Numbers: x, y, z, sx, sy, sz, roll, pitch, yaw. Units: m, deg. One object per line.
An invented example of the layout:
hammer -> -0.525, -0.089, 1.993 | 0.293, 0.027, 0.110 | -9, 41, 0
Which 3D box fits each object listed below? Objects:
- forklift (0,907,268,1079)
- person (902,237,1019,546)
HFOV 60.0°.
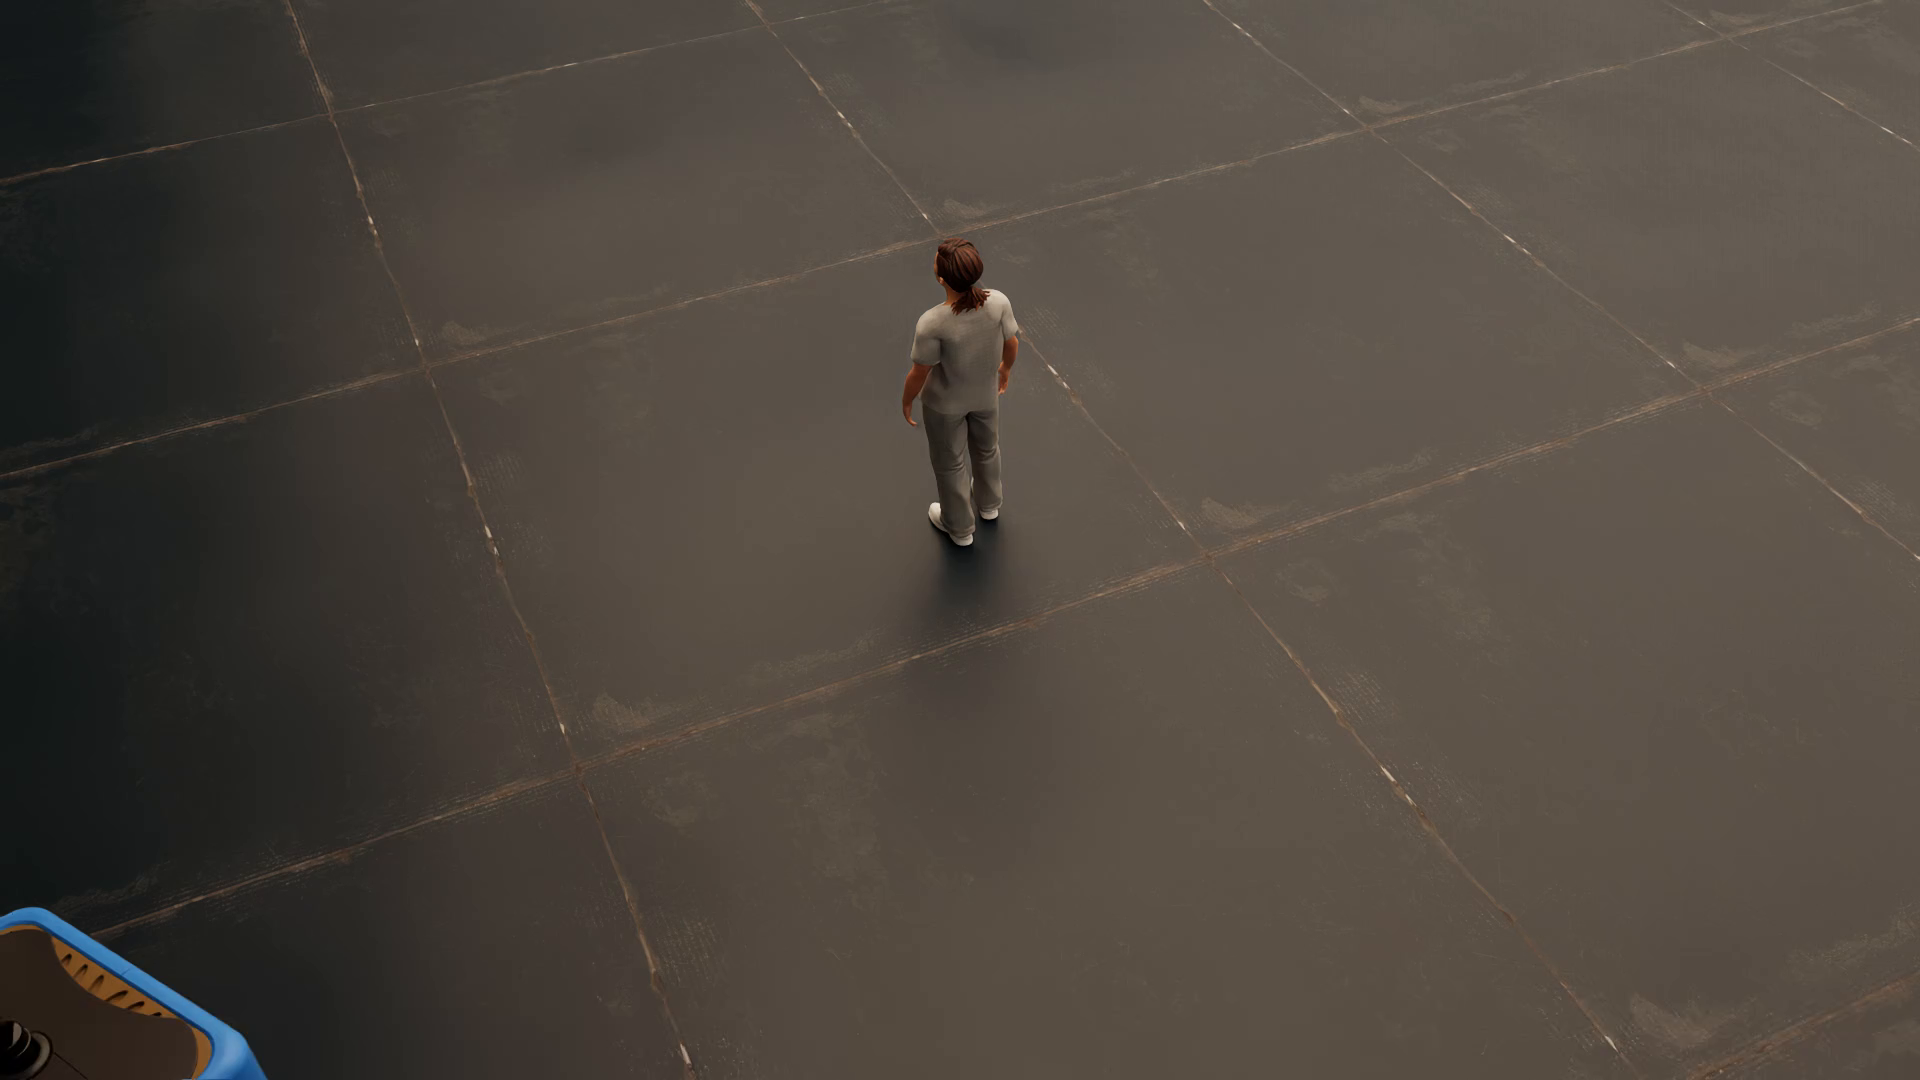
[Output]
forklift -> -3.191, 1.847, 3.701 | 1.130, 2.935, 3.031 | 22, 47, 22
person -> -0.019, -0.668, 7.305 | 0.549, 1.673, 0.548 | -18, 46, -18
